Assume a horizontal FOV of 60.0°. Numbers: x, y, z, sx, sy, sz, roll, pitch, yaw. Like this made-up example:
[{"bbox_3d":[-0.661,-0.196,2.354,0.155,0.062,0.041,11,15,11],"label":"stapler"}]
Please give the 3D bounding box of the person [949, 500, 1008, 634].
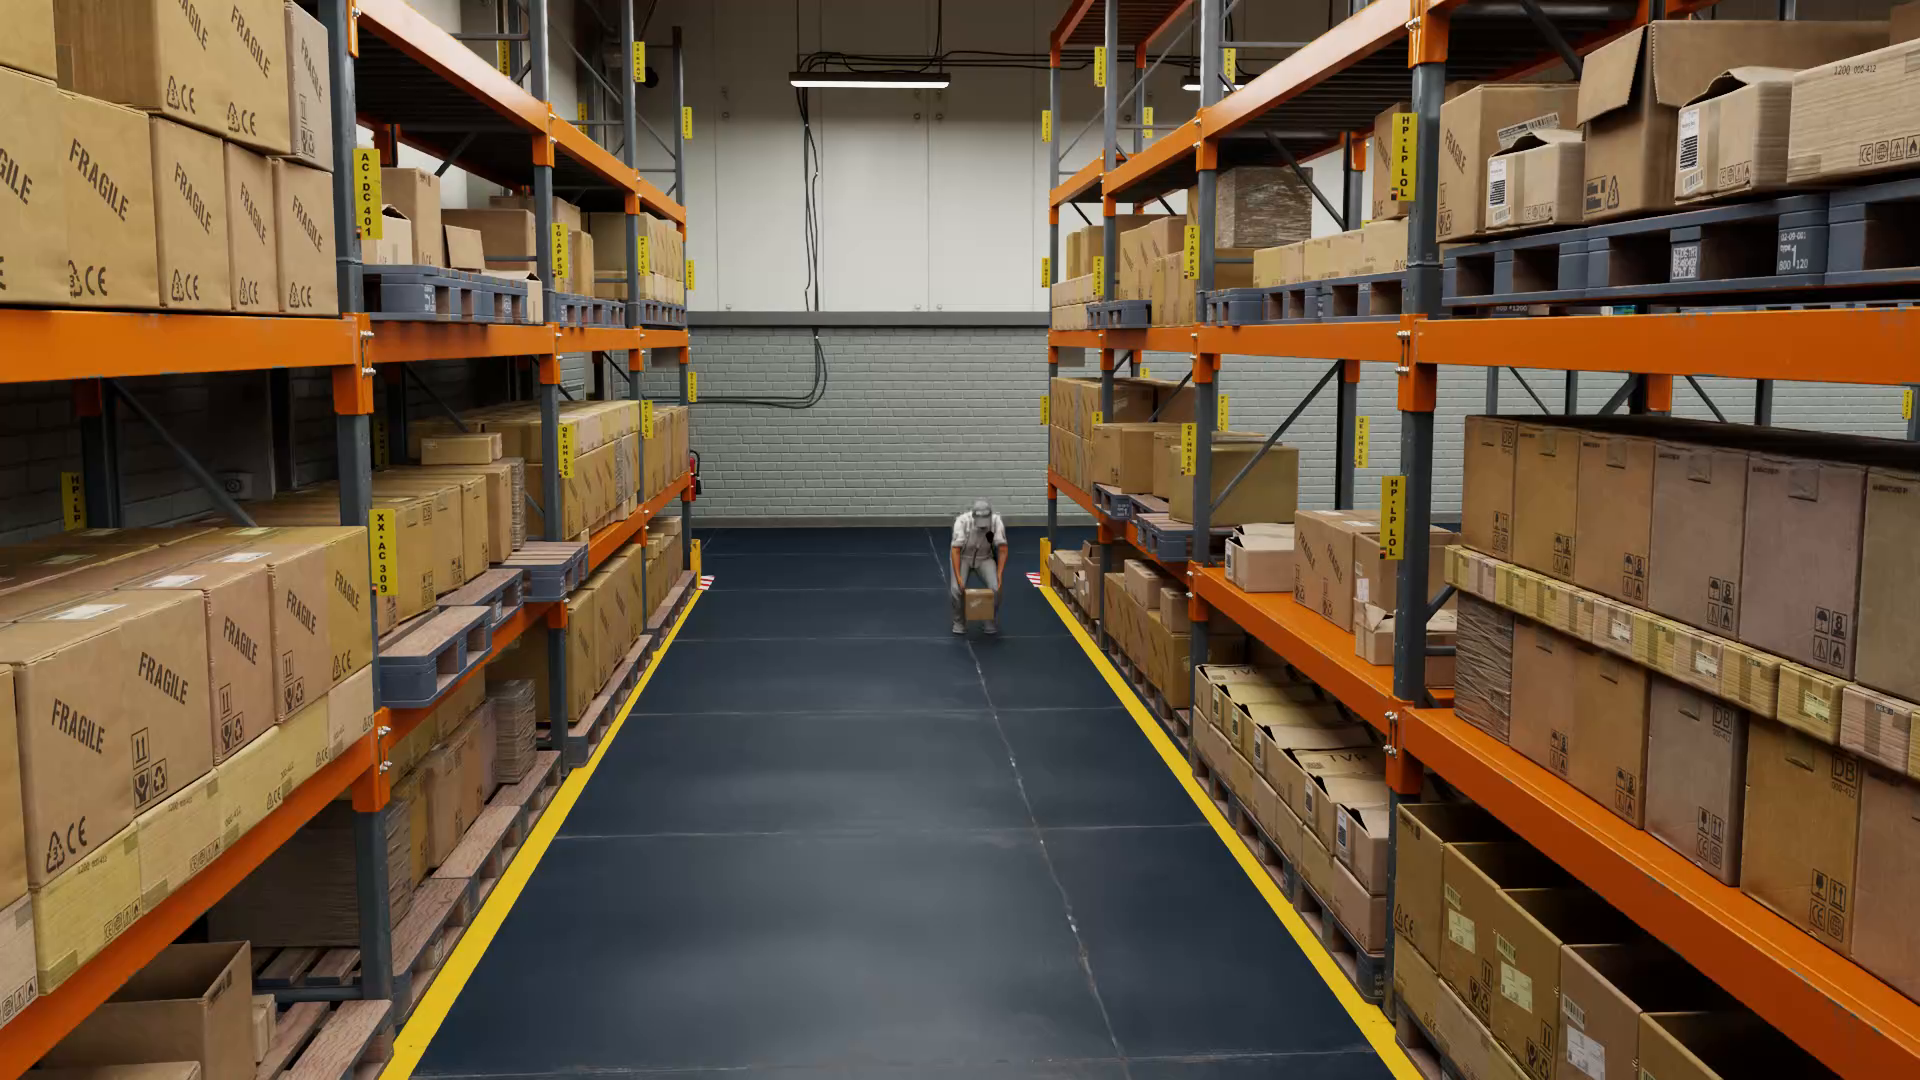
[{"bbox_3d":[0.170,0.239,15.461,0.538,1.268,0.783,-1,7,-4],"label":"person"}]
